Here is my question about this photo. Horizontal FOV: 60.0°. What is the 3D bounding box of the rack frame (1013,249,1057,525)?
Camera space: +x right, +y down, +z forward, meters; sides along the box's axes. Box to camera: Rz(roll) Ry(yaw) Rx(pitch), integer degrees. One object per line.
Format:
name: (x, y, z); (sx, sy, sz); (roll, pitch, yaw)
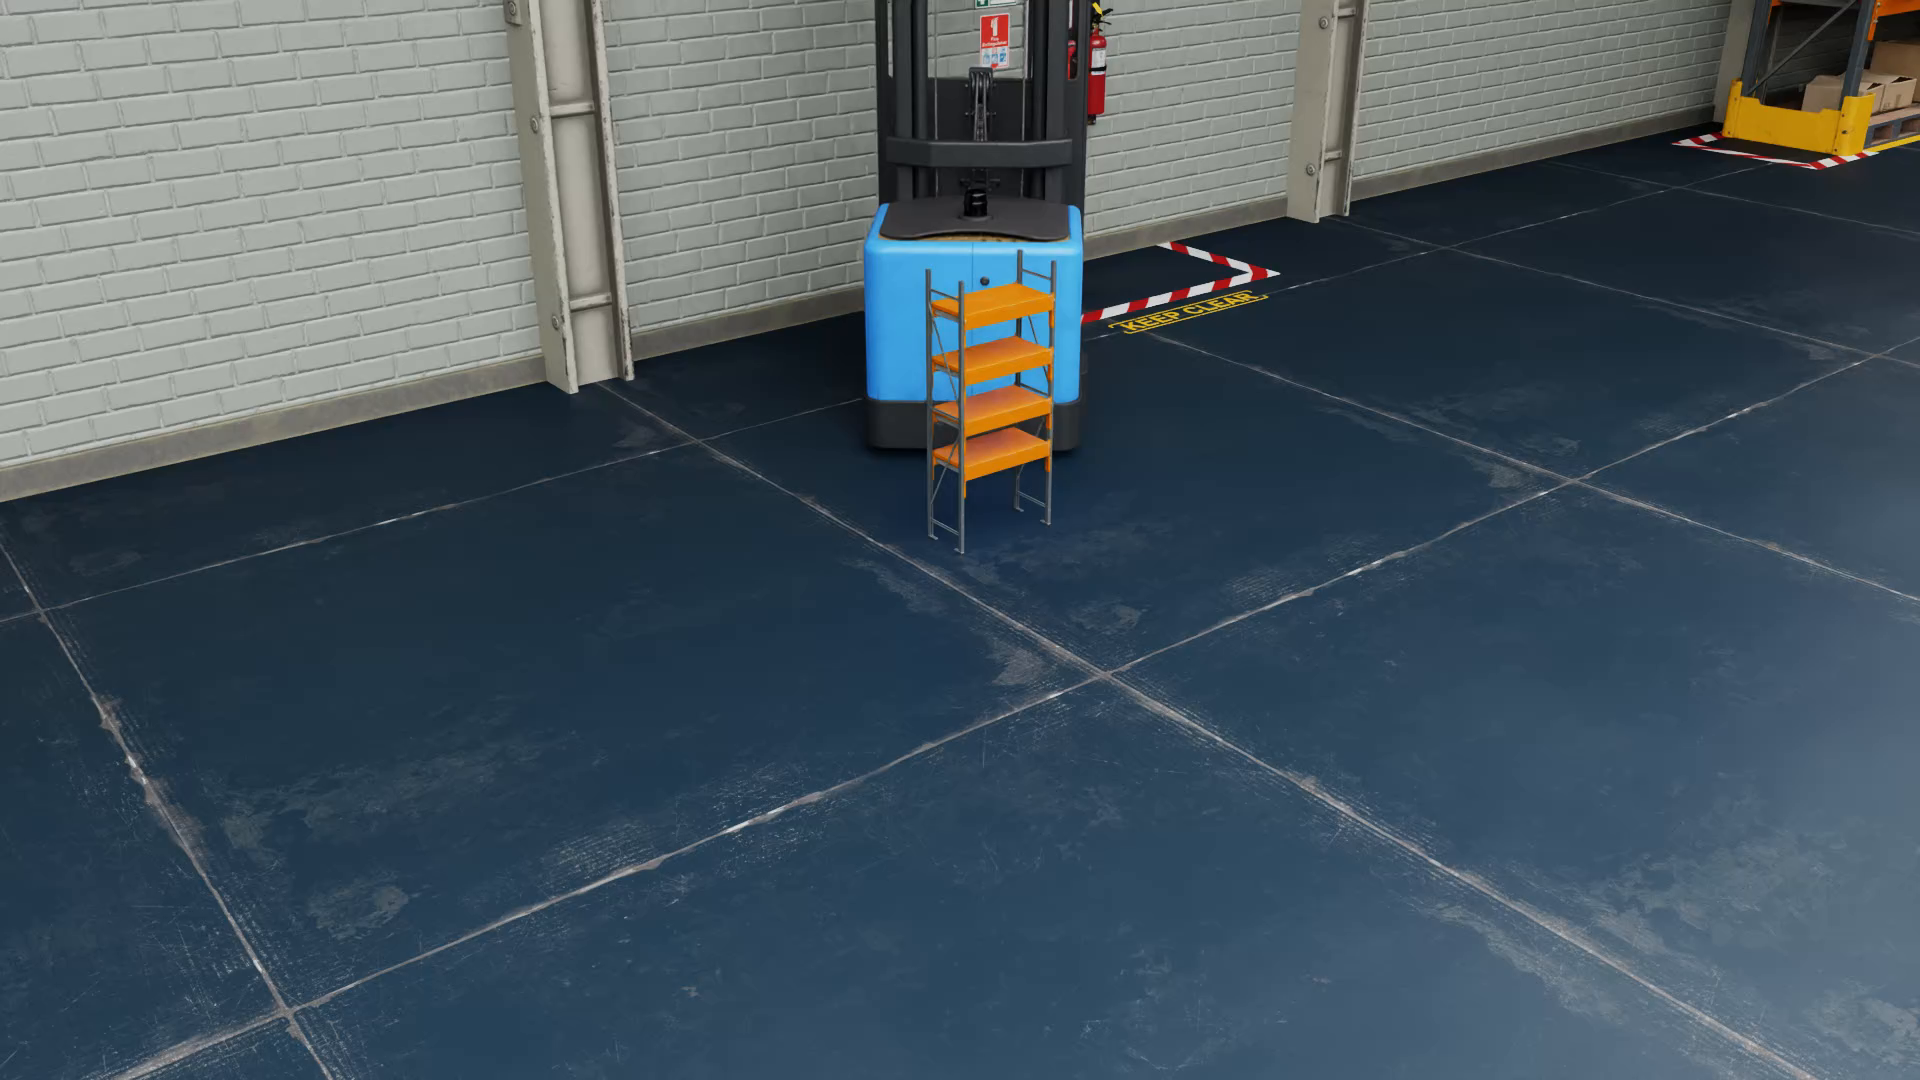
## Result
rack frame: (0.322, -0.651, 7.227); (0.015, 1.200, 0.240); (-18, 31, -34)

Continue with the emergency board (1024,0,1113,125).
emergency board: (0.714, -3.178, 10.534); (0.643, 1.169, 0.194); (-18, 31, -34)

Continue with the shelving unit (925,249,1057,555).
shelving unit: (0.130, -0.587, 7.090); (0.503, 1.200, 0.258); (-18, 31, -34)

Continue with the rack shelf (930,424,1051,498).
rack shelf: (0.130, -0.346, 7.202); (0.480, 0.148, 0.258); (-18, 31, -34)

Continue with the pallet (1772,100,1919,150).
pallet: (8.107, -3.851, 15.298); (1.213, 0.211, 1.003); (-18, 31, -34)

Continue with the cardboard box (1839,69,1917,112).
cardboard box: (8.435, -4.175, 15.355); (0.500, 0.311, 0.500); (-15, 29, -30)

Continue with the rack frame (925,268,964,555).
rack frame: (-0.062, -0.524, 6.953); (0.015, 1.200, 0.240); (-18, 31, -34)

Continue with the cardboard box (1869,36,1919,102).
cardboard box: (9.043, -4.435, 15.690); (0.500, 0.500, 0.700); (-21, 32, -37)

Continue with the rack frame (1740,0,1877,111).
rack frame: (7.386, -4.897, 14.239); (0.127, 3.000, 1.000); (-18, 31, -34)

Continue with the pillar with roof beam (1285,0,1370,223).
pillar with roof beam: (5.338, -5.102, 7.554); (0.400, 9.000, 9.100); (-18, 31, -34)

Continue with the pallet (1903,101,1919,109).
pallet: (9.067, -4.167, 15.977); (1.213, 0.211, 1.003); (-18, 31, -34)

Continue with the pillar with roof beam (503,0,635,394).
pillar with roof beam: (0.617, -3.544, 4.196); (0.400, 9.000, 9.100); (-18, 31, -34)

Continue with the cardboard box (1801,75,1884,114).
cardboard box: (7.986, -4.027, 15.035); (0.500, 0.311, 0.500); (-23, 33, -40)

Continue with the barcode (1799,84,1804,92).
barcode: (7.754, -4.168, 15.329); (0.075, 0.075, 0.001); (-18, 31, -34)

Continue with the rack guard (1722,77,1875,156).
rack guard: (7.446, -3.783, 14.808); (0.348, 0.500, 1.175); (-18, 31, -34)

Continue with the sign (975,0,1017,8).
sign: (0.224, -3.323, 10.175); (0.331, 0.109, 0.001); (-18, 31, -34)

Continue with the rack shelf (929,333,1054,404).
rack shelf: (0.130, -0.729, 7.024); (0.480, 0.148, 0.258); (-18, 31, -34)

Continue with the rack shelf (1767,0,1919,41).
rack shelf: (8.960, -5.090, 15.510); (4.000, 0.370, 1.077); (-18, 31, -34)

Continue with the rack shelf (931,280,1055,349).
rack shelf: (0.130, -0.944, 6.925); (0.480, 0.148, 0.258); (-18, 31, -34)

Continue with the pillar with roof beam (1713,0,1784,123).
pillar with roof beam: (10.060, -6.661, 10.912); (0.400, 9.000, 9.100); (-18, 31, -34)

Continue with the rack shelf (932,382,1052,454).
rack shelf: (0.130, -0.526, 7.118); (0.480, 0.148, 0.258); (-18, 31, -34)

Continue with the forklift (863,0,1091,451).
forklift: (0.126, -2.337, 8.804); (1.130, 2.935, 3.031); (1, 25, 2)

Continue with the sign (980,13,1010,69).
sign: (0.215, -3.084, 10.291); (0.234, 0.329, 0.001); (-18, 31, -34)
